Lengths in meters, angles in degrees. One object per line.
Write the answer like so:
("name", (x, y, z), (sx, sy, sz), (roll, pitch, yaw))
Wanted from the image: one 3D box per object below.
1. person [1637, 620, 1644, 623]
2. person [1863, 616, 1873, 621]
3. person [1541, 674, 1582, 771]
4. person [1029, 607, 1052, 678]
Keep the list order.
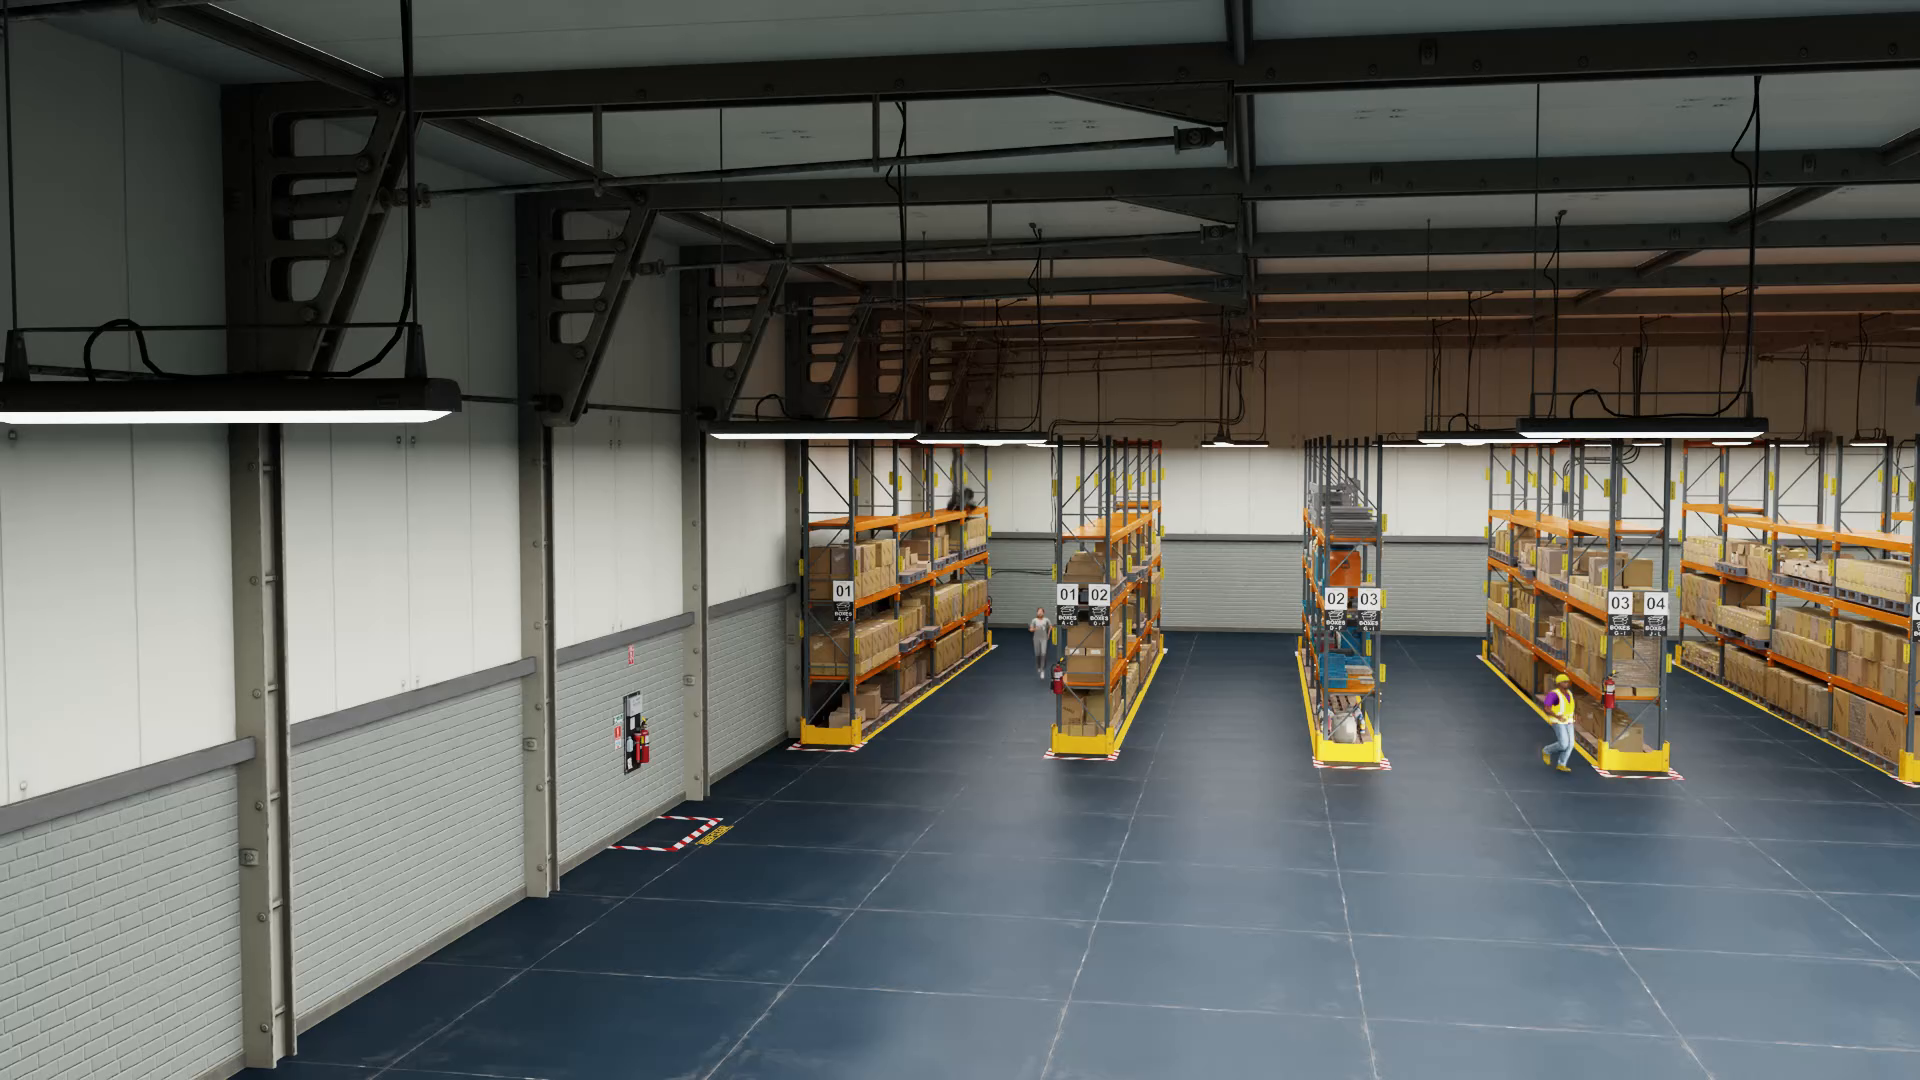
("person", (18.754, 2.471, 45.590), (0.593, 1.604, 0.715), (-1, 3, -19))
("person", (24.542, 2.486, 45.105), (0.550, 1.609, 0.632), (2, 4, 36))
("person", (10.721, 3.252, 29.701), (0.689, 1.722, 0.597), (-2, 4, -29))
("person", (1.987, 2.516, 40.994), (0.549, 1.710, 0.728), (0, 3, 8))
